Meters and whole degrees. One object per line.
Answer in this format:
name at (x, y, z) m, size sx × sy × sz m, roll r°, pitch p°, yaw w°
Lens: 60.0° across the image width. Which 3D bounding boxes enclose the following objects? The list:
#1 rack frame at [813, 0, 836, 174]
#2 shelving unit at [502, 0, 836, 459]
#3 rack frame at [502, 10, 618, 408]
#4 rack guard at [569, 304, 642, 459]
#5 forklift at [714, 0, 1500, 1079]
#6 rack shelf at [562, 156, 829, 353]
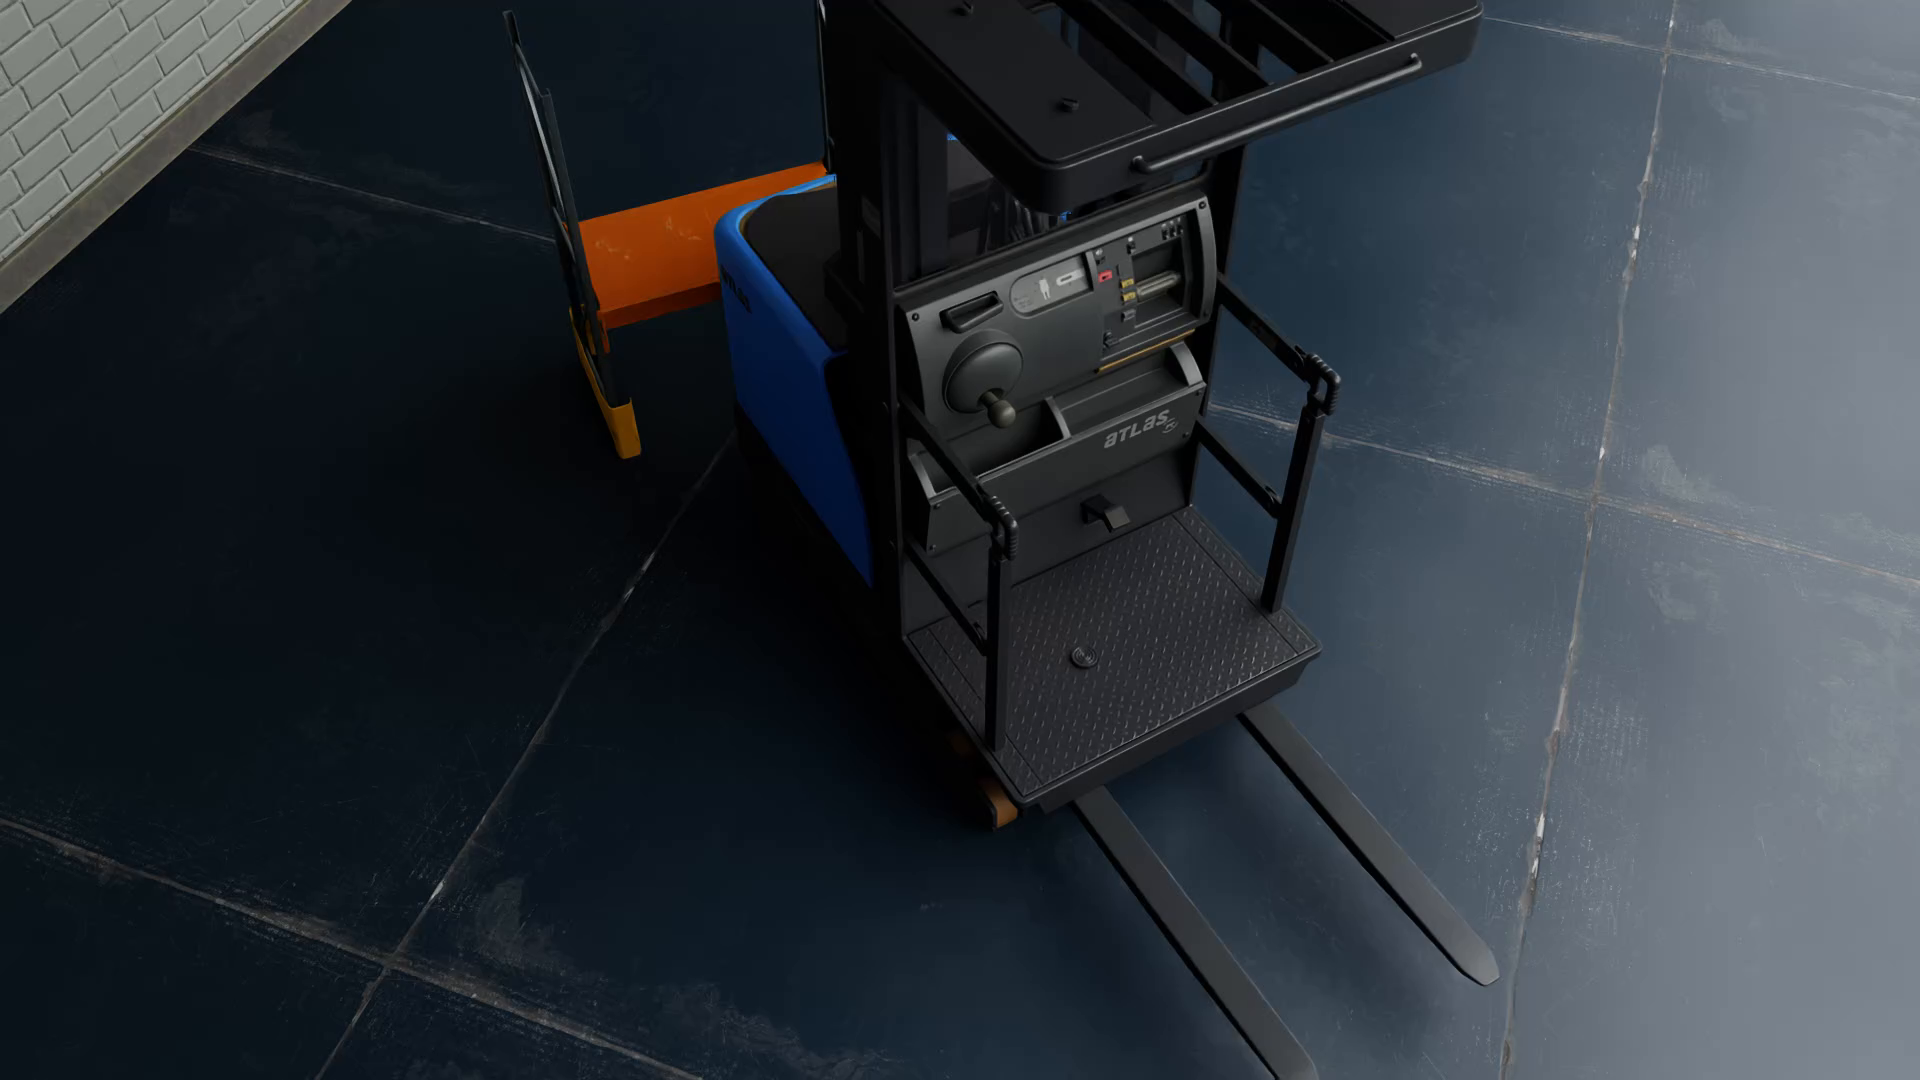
rack frame at (-0.384, -1.292, 5.877) m, size 0.032 × 1.500 × 0.500 m, roll -18°, pitch 51°, yaw -15°
shelving unit at (-0.843, -1.144, 5.749) m, size 1.083 × 1.500 × 0.587 m, roll -18°, pitch 51°, yaw -15°
rack frame at (-1.318, -0.990, 5.615) m, size 0.032 × 1.500 × 0.500 m, roll -18°, pitch 51°, yaw -15°
rack guard at (-1.300, -0.586, 6.093) m, size 0.087 × 0.250 × 0.587 m, roll -18°, pitch 51°, yaw -15°
forklift at (0.390, -0.504, 4.247) m, size 1.130 × 2.935 × 3.031 m, roll -24°, pitch 53°, yaw -19°
rack shelf at (-0.851, -1.023, 5.882) m, size 1.000 × 0.185 × 0.538 m, roll -18°, pitch 51°, yaw -15°
